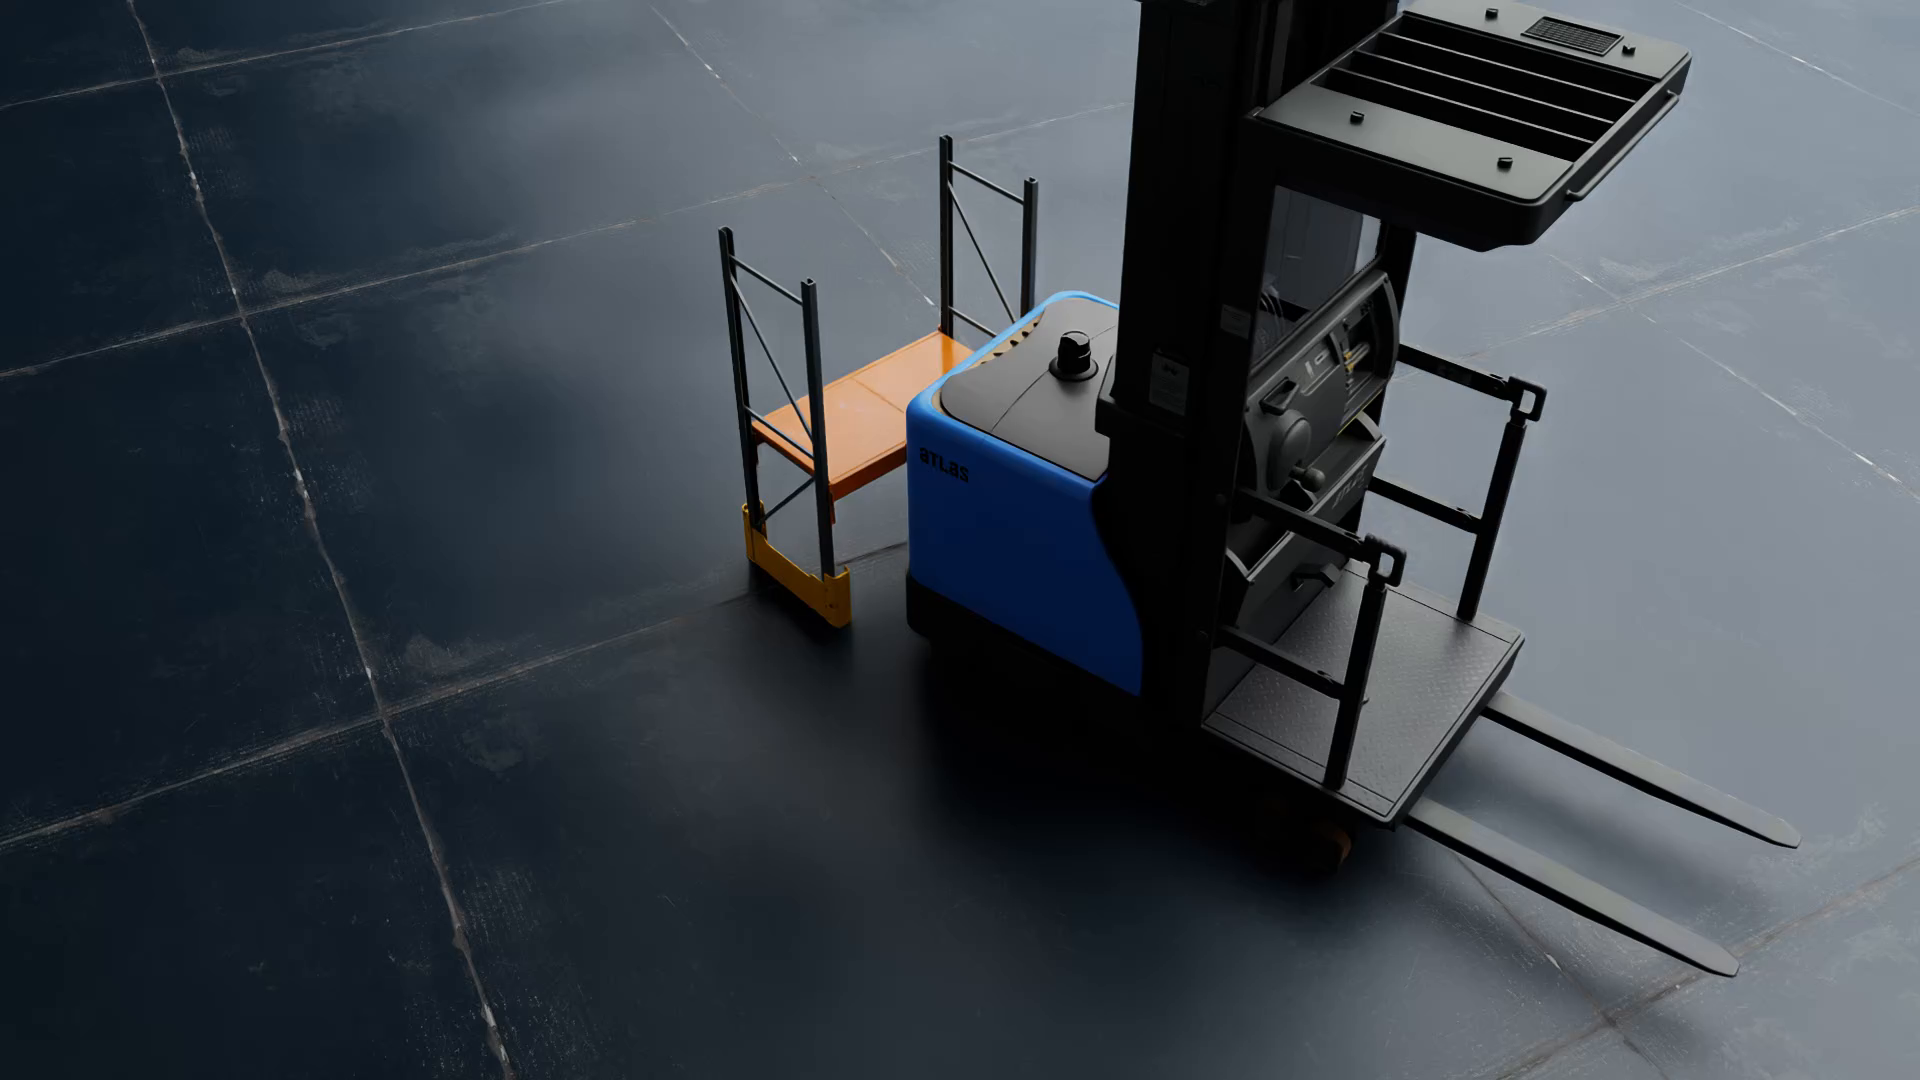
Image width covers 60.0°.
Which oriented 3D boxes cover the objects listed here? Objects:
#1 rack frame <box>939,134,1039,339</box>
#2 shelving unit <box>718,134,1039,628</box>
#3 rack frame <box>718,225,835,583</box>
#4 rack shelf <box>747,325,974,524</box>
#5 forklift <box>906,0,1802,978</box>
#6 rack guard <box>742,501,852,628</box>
[{"bbox_3d":[0.102,-0.824,6.563,0.032,1.500,0.500,-31,49,-31],"label":"rack frame"},{"bbox_3d":[-0.267,-0.607,6.306,1.083,1.500,0.587,-31,49,-31],"label":"shelving unit"},{"bbox_3d":[-0.649,-0.381,6.039,0.032,1.500,0.500,-31,49,-31],"label":"rack frame"},{"bbox_3d":[-0.274,-0.465,6.417,1.000,0.185,0.538,-31,49,-31],"label":"rack shelf"},{"bbox_3d":[1.277,-0.429,4.988,3.031,2.935,1.130,26,47,28],"label":"forklift"},{"bbox_3d":[-0.635,0.087,6.453,0.087,0.250,0.587,-31,49,-31],"label":"rack guard"}]
